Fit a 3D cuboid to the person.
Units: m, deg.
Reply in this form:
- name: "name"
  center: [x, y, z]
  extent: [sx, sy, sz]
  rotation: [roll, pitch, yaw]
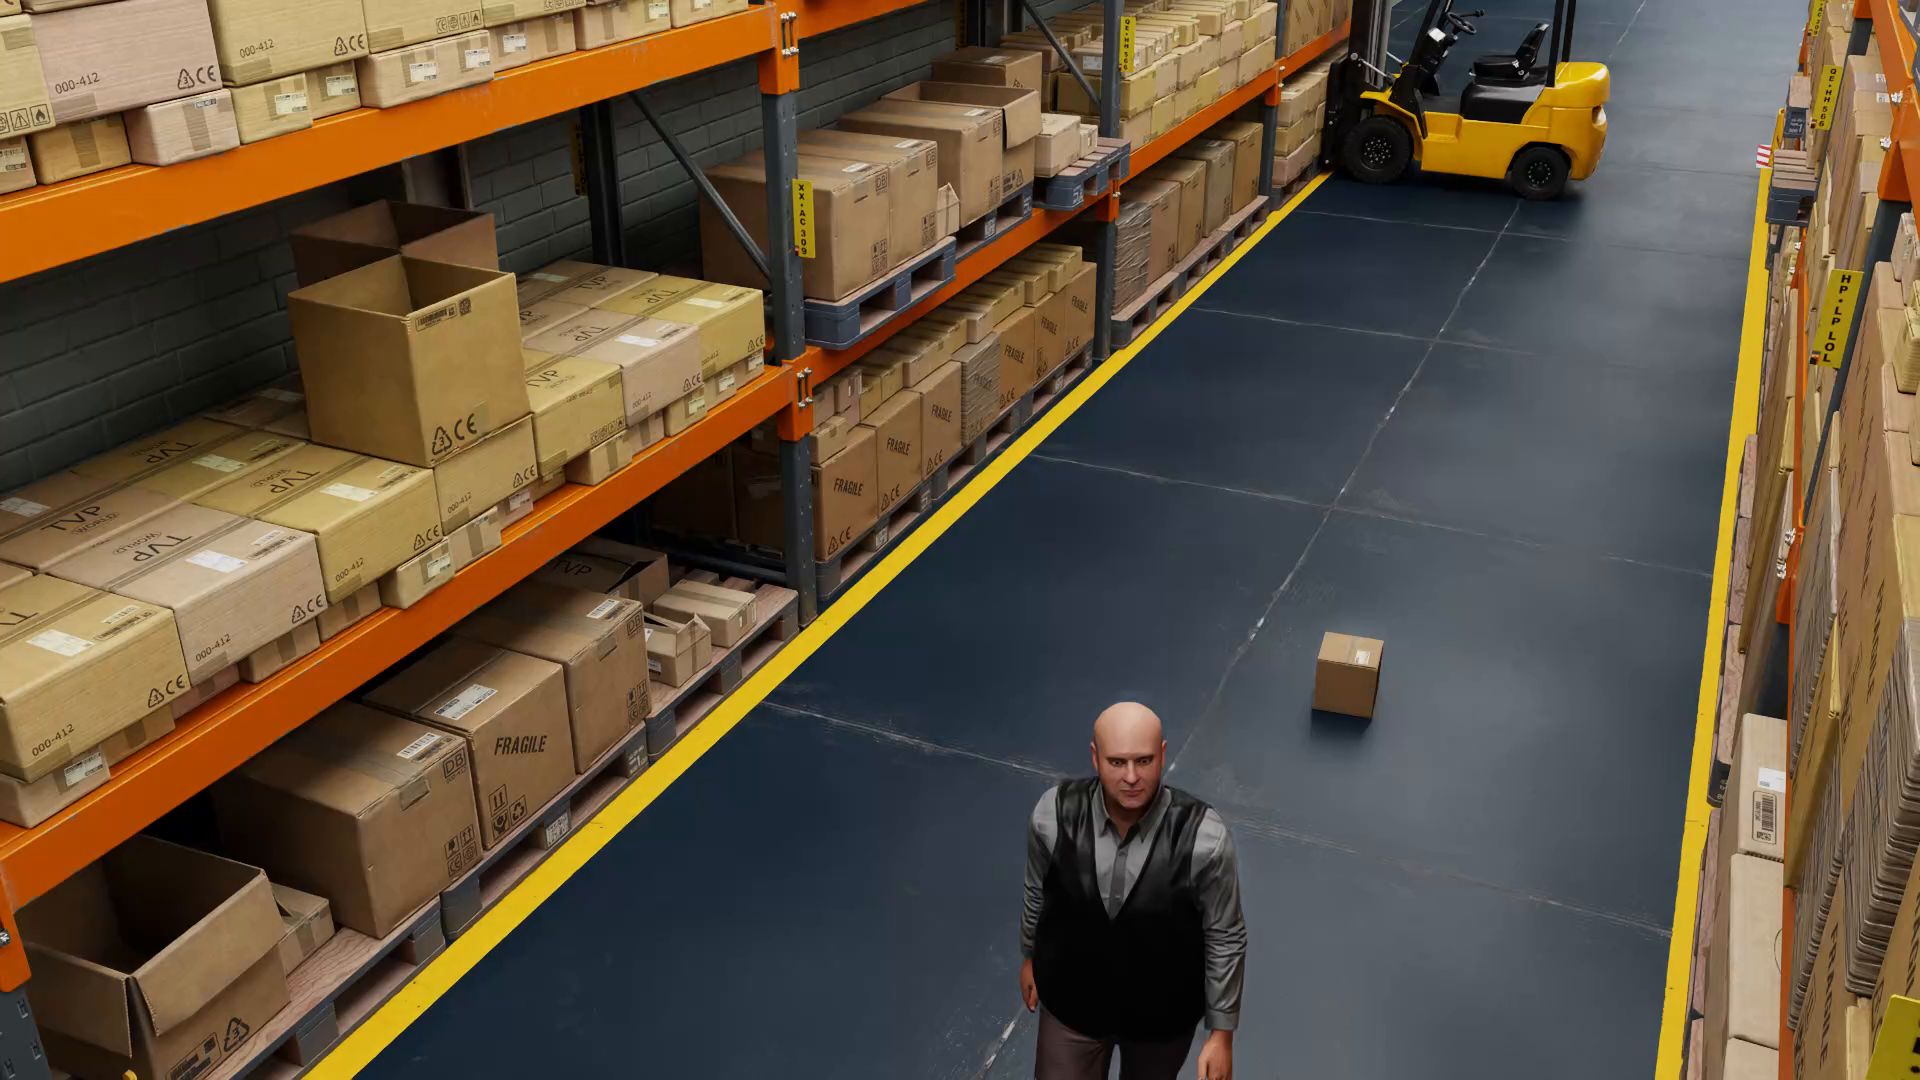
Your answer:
- name: "person"
  center: [0.404, 1.204, 4.137]
  extent: [0.575, 1.670, 0.978]
  rotation: [4, 26, 9]
